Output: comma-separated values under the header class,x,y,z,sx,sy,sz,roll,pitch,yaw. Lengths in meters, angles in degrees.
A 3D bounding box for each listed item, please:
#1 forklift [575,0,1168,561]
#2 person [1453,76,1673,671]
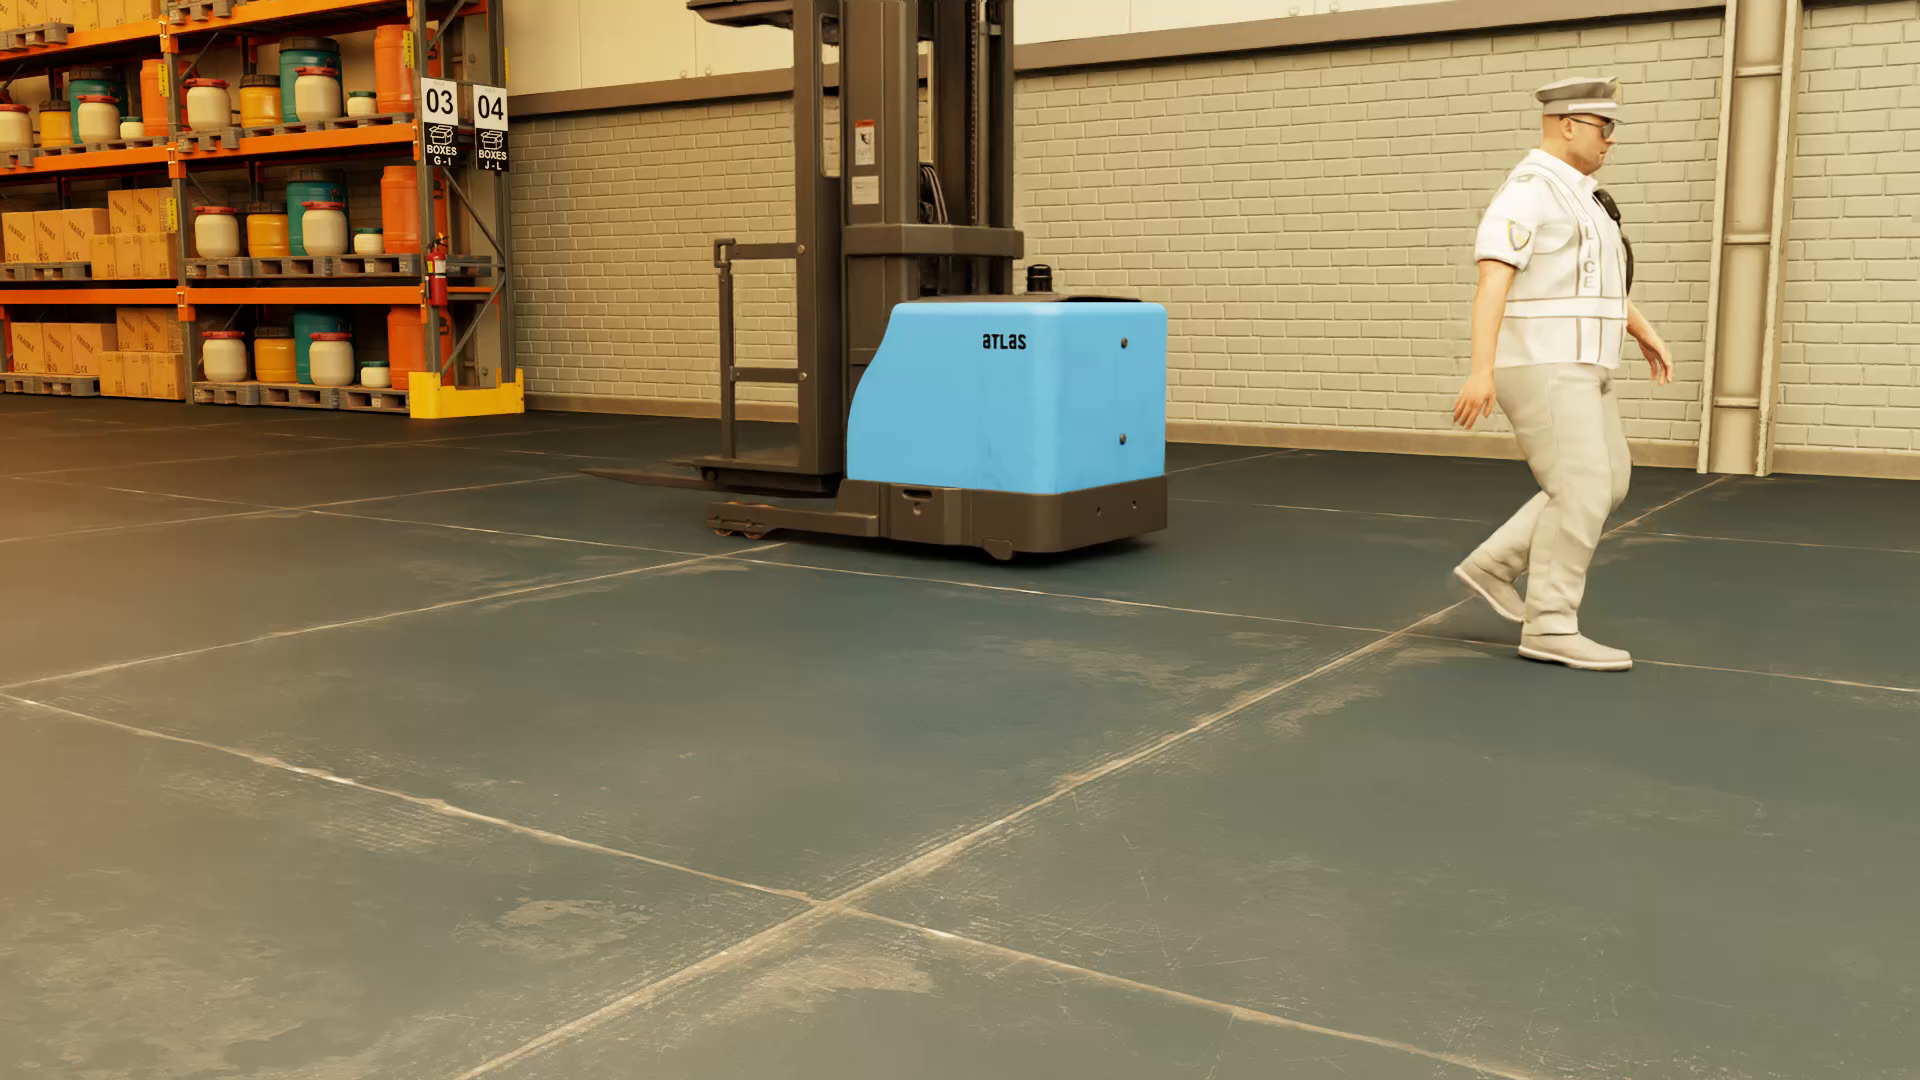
class,x,y,z,sx,sy,sz,roll,pitch,yaw
forklift,-0.563,-1.505,7.773,3.031,2.935,1.130,6,10,35
person,1.791,-0.502,5.012,0.576,1.730,0.792,5,9,30
